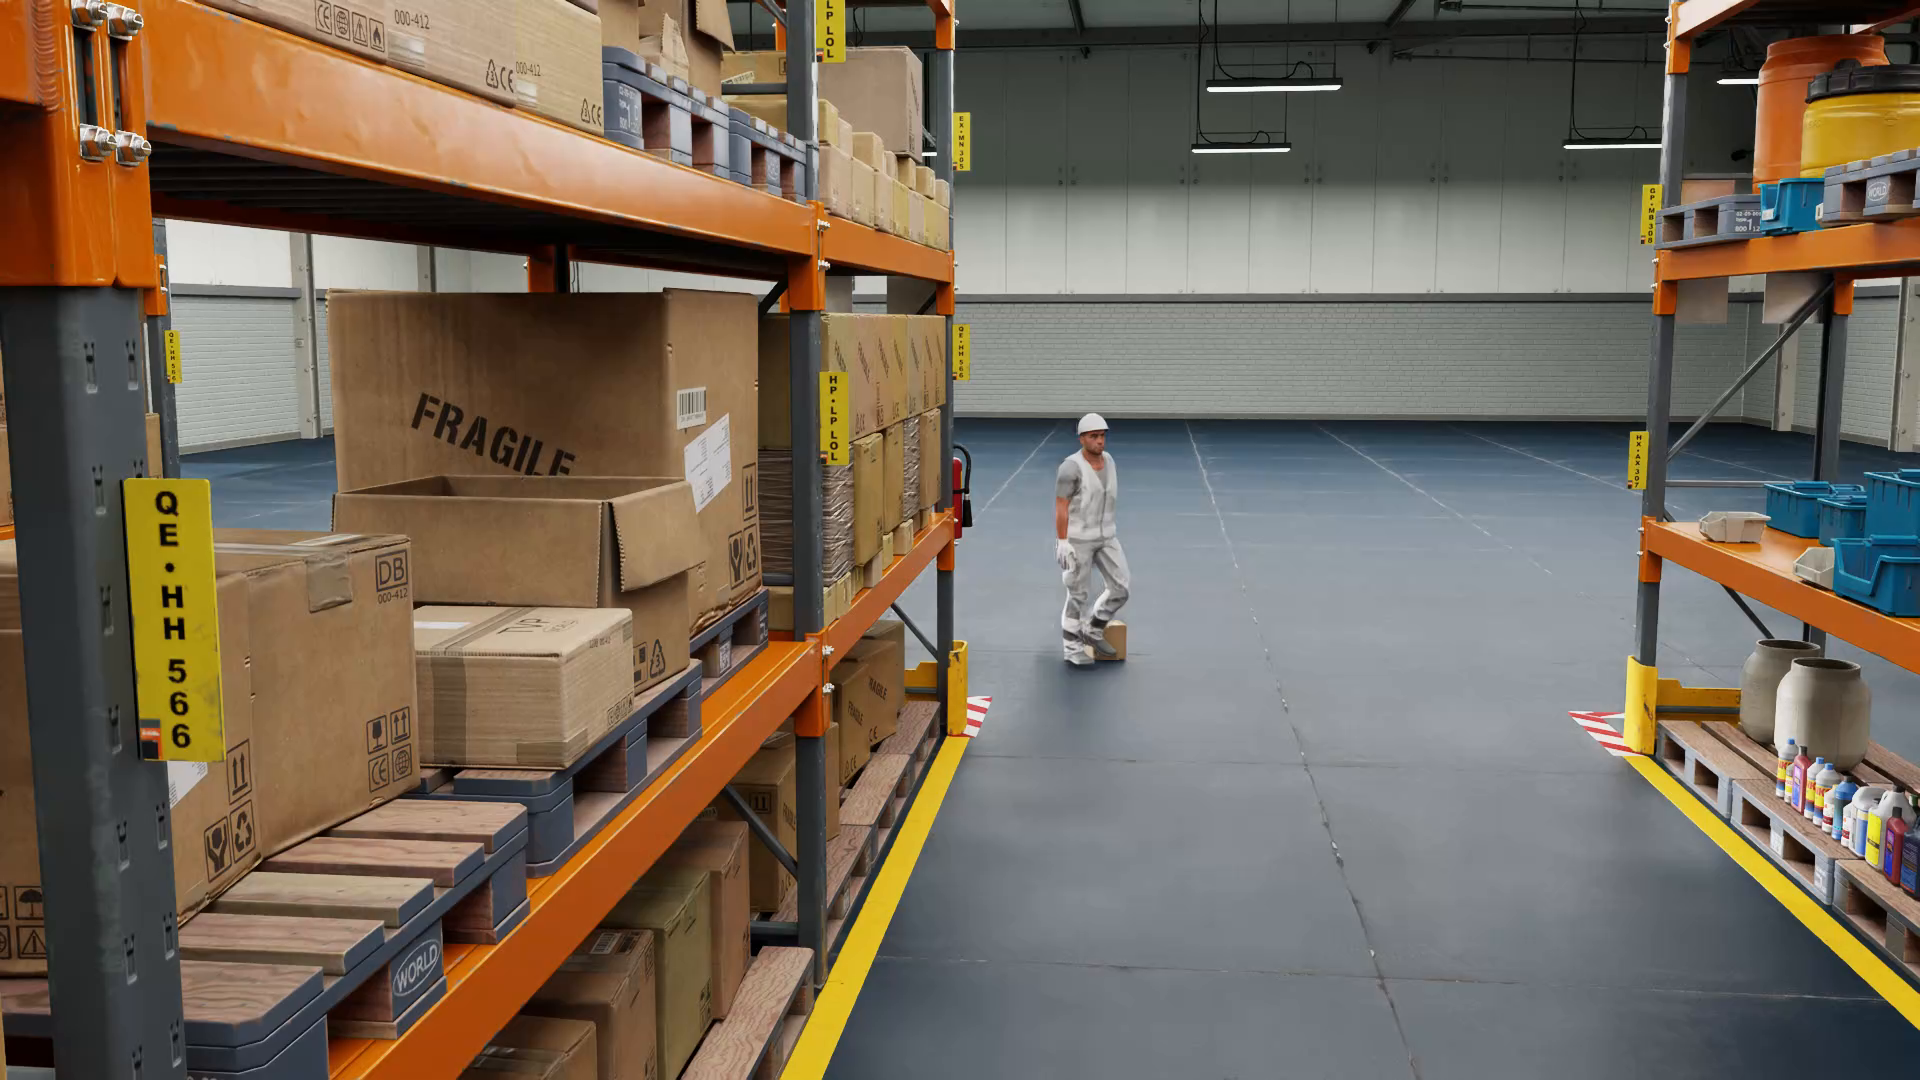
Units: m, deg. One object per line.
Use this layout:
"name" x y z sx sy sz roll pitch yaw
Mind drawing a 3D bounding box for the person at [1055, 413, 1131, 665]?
"person" 0.897 0.002 11.546 0.580 1.769 0.483 -5 9 -33
